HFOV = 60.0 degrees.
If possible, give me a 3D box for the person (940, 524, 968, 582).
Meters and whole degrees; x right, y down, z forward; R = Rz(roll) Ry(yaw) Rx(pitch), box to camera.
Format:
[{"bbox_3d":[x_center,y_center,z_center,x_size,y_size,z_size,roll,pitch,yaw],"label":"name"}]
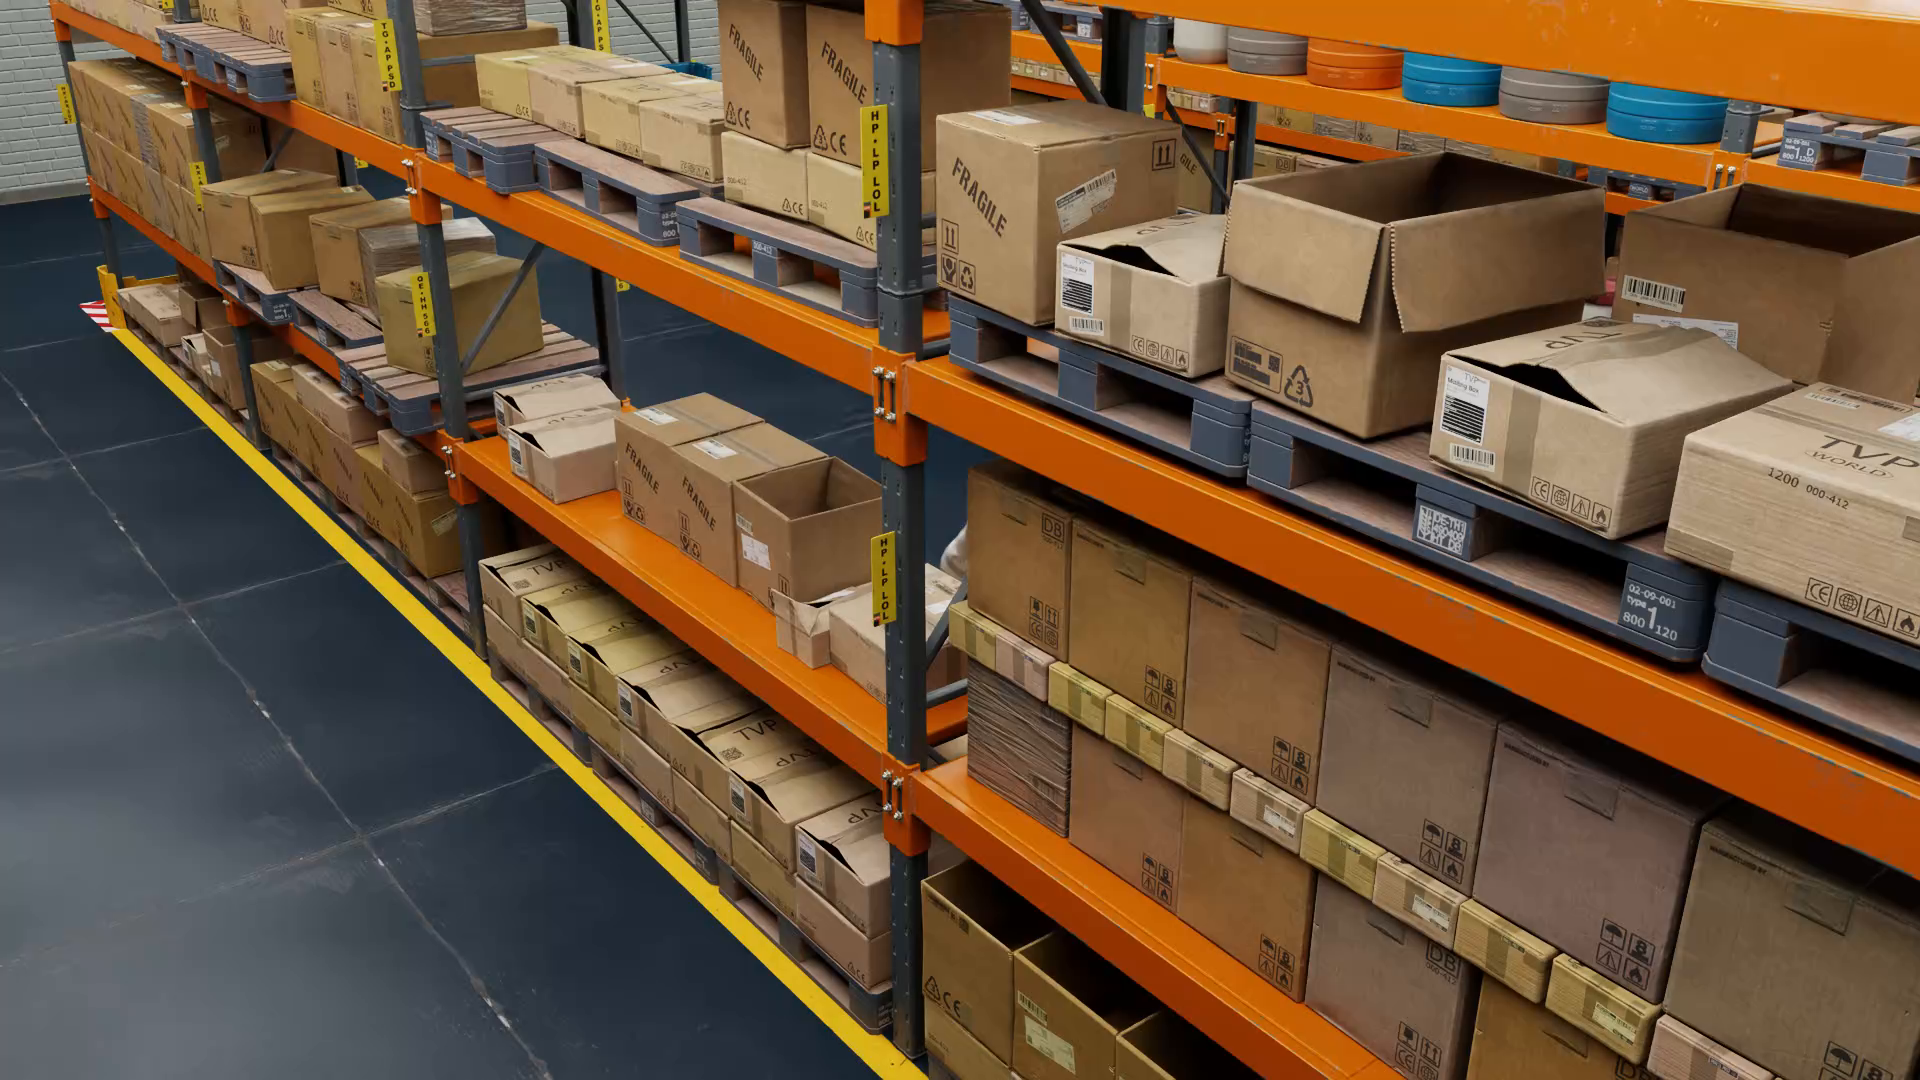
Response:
[{"bbox_3d":[0.281,0.250,8.537,0.631,1.346,0.790,-18,30,-34],"label":"person"}]
